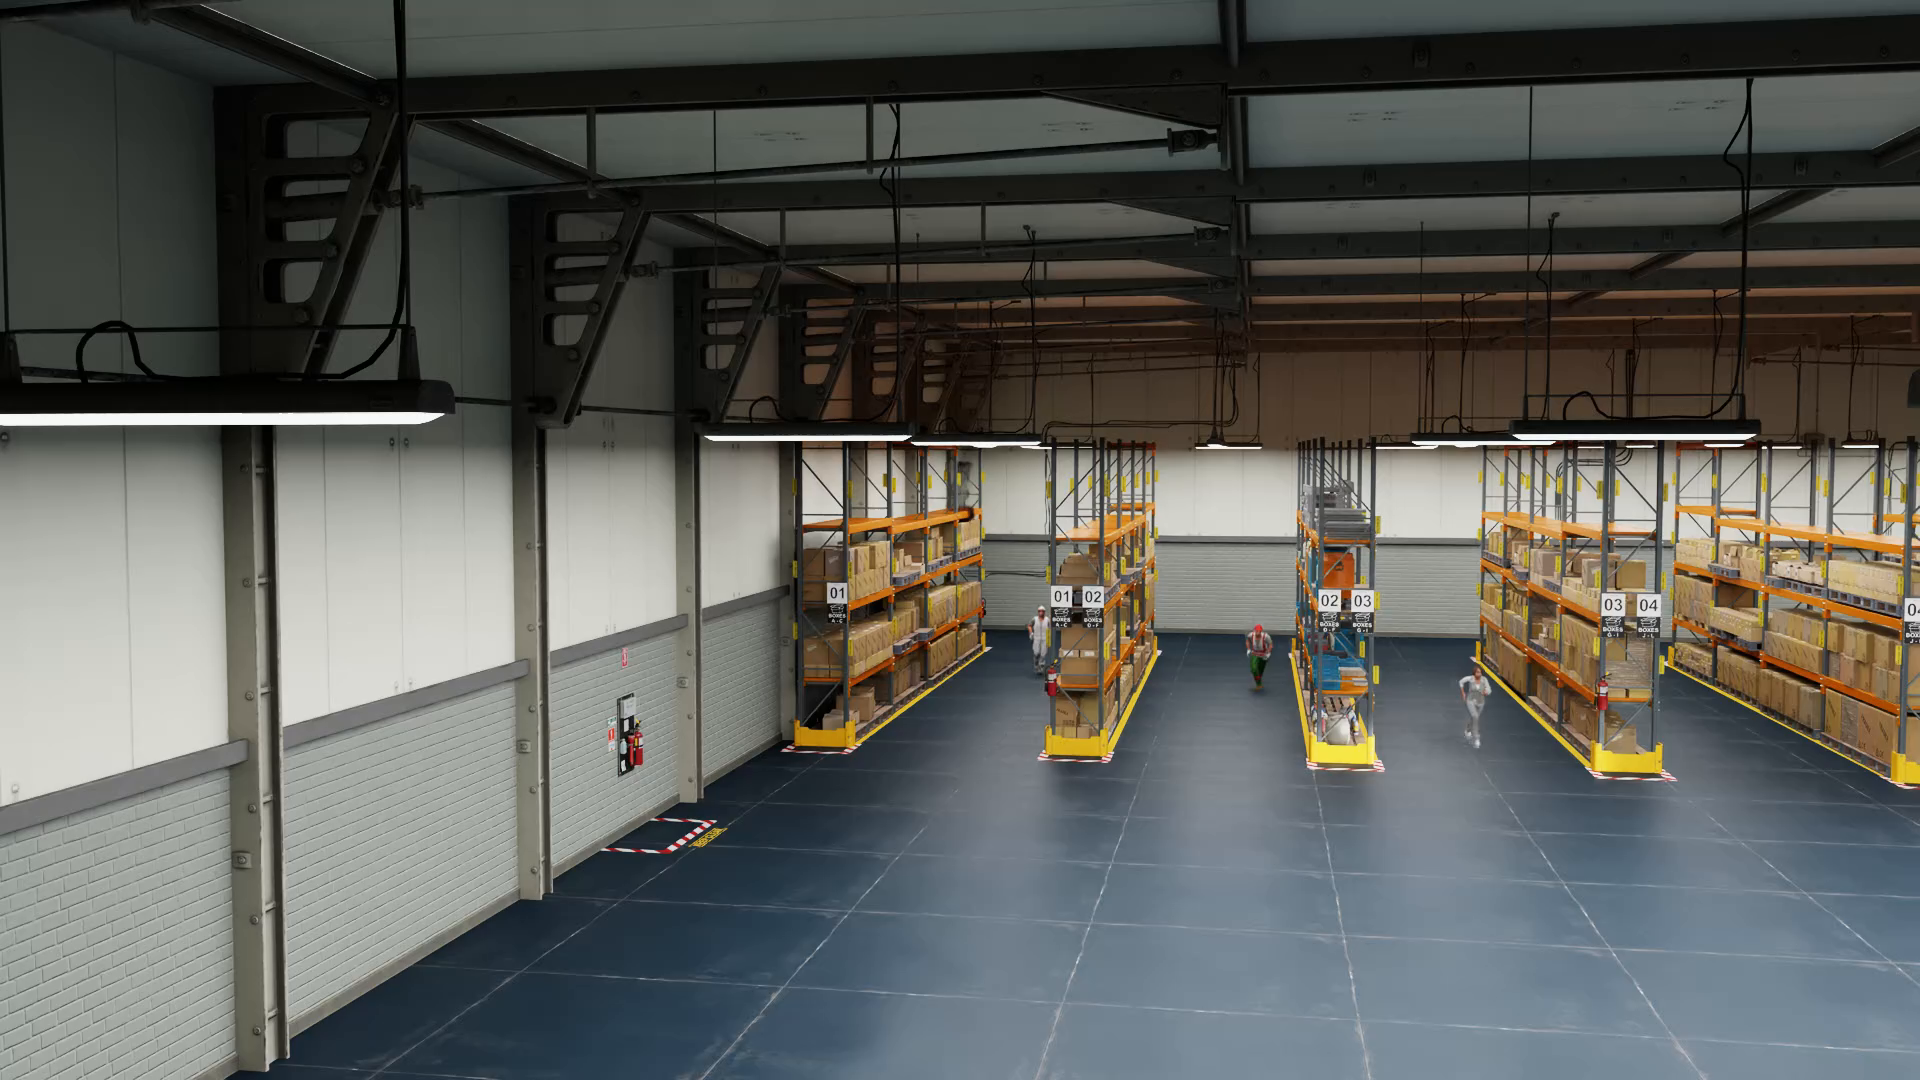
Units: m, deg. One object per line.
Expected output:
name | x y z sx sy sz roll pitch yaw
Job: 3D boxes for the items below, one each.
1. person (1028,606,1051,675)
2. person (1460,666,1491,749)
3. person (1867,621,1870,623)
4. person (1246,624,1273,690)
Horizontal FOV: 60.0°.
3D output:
person | 2.068 2.581 42.619 0.633 1.773 0.674 0 3 -1
person | 10.033 3.225 32.445 0.536 1.596 0.889 0 3 -3
person | 24.590 2.555 44.843 0.502 1.604 0.638 1 3 22
person | 7.251 2.809 40.208 0.663 1.618 1.090 1 3 16
